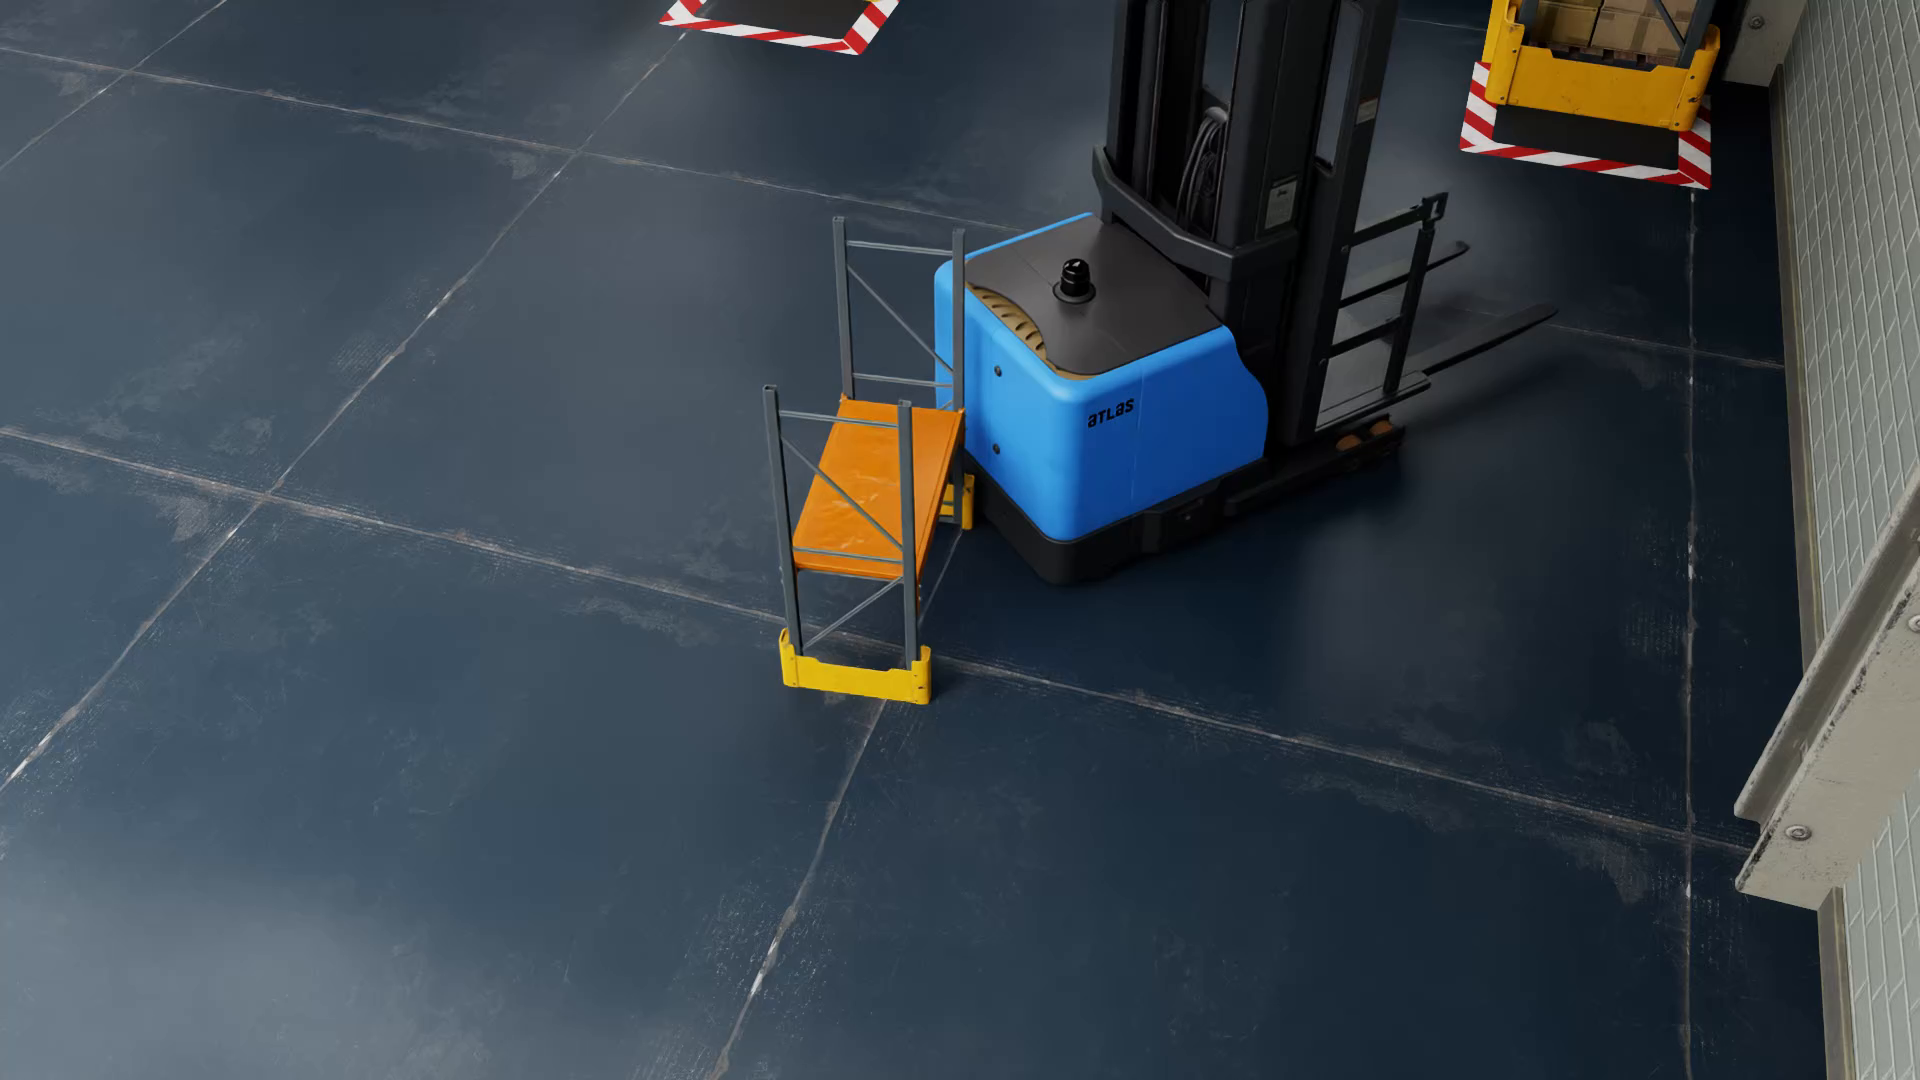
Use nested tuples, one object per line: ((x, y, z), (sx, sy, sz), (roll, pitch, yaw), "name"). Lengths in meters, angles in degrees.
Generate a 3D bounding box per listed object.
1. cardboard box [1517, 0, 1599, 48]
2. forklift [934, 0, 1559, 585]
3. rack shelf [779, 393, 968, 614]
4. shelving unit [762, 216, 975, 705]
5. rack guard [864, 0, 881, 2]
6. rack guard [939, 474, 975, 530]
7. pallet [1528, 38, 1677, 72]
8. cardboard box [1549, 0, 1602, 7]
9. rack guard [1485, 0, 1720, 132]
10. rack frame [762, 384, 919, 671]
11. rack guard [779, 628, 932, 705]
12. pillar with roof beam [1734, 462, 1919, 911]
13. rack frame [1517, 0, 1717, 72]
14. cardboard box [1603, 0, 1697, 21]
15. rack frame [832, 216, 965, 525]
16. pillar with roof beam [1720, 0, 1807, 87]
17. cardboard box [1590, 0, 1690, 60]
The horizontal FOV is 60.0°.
((3.540, -3.205, 9.946), (0.500, 0.250, 0.500), (13, 46, 13), "cardboard box")
((1.407, -1.647, 6.736), (3.031, 2.935, 1.130), (-23, 49, -22), "forklift")
((-0.318, -0.163, 6.500), (0.538, 0.185, 1.000), (7, 45, 7), "rack shelf")
((-0.317, -0.298, 6.381), (0.587, 1.500, 1.083), (7, 45, 7), "shelving unit")
((-1.010, -3.864, 10.740), (1.175, 0.500, 0.348), (13, 46, 13), "rack guard")
((-0.230, -0.194, 7.169), (0.587, 0.250, 0.087), (7, 45, 7), "rack guard")
((3.890, -3.180, 10.247), (1.003, 0.211, 1.213), (13, 46, 13), "pallet")
((3.548, -3.394, 9.781), (0.500, 0.250, 0.500), (12, 46, 12), "cardboard box")
((3.691, -2.748, 9.600), (1.175, 0.500, 0.348), (13, 46, 13), "rack guard")
((-0.407, 0.059, 6.017), (0.500, 1.500, 0.032), (7, 45, 7), "rack frame")
((-0.404, 0.492, 6.468), (0.587, 0.250, 0.087), (7, 45, 7), "rack guard")
((-1.152, -2.988, 3.768), (9.100, 9.000, 0.400), (13, 46, 13), "pillar with roof beam")
((3.698, -3.658, 8.742), (1.000, 3.000, 0.127), (13, 46, 13), "rack frame")
((4.039, -3.273, 9.658), (0.500, 0.250, 0.500), (13, 46, 13), "cardboard box")
((-0.229, -0.642, 6.732), (0.500, 1.500, 0.032), (7, 45, 7), "rack frame")
((0.665, -6.987, 7.855), (9.100, 9.000, 0.400), (13, 46, 13), "pillar with roof beam")
((4.034, -3.111, 9.849), (0.500, 0.250, 0.500), (13, 46, 13), "cardboard box")
